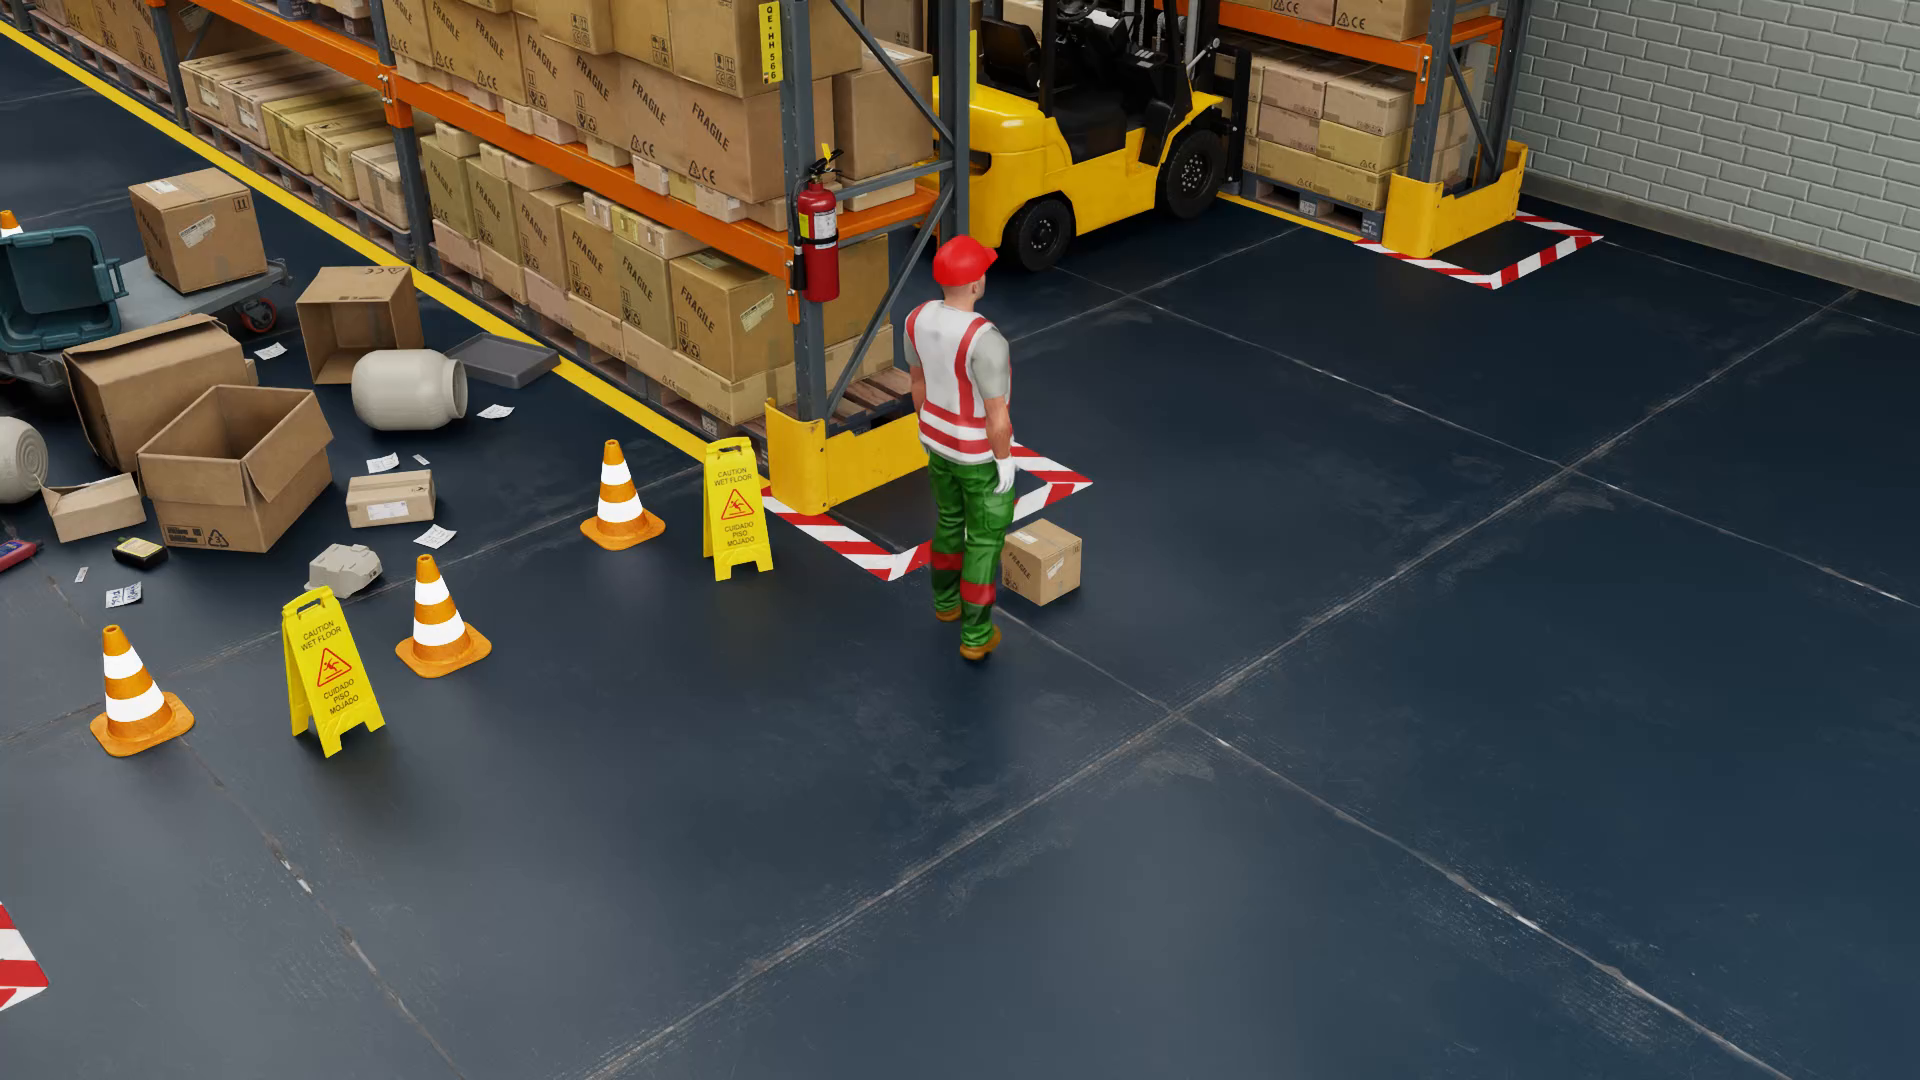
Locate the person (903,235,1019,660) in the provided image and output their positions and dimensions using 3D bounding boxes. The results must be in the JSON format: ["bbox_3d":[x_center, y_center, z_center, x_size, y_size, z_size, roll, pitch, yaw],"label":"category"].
[{"bbox_3d":[0.040,-0.386,6.771,0.434,1.823,0.535,-27,40,-36],"label":"person"}]
